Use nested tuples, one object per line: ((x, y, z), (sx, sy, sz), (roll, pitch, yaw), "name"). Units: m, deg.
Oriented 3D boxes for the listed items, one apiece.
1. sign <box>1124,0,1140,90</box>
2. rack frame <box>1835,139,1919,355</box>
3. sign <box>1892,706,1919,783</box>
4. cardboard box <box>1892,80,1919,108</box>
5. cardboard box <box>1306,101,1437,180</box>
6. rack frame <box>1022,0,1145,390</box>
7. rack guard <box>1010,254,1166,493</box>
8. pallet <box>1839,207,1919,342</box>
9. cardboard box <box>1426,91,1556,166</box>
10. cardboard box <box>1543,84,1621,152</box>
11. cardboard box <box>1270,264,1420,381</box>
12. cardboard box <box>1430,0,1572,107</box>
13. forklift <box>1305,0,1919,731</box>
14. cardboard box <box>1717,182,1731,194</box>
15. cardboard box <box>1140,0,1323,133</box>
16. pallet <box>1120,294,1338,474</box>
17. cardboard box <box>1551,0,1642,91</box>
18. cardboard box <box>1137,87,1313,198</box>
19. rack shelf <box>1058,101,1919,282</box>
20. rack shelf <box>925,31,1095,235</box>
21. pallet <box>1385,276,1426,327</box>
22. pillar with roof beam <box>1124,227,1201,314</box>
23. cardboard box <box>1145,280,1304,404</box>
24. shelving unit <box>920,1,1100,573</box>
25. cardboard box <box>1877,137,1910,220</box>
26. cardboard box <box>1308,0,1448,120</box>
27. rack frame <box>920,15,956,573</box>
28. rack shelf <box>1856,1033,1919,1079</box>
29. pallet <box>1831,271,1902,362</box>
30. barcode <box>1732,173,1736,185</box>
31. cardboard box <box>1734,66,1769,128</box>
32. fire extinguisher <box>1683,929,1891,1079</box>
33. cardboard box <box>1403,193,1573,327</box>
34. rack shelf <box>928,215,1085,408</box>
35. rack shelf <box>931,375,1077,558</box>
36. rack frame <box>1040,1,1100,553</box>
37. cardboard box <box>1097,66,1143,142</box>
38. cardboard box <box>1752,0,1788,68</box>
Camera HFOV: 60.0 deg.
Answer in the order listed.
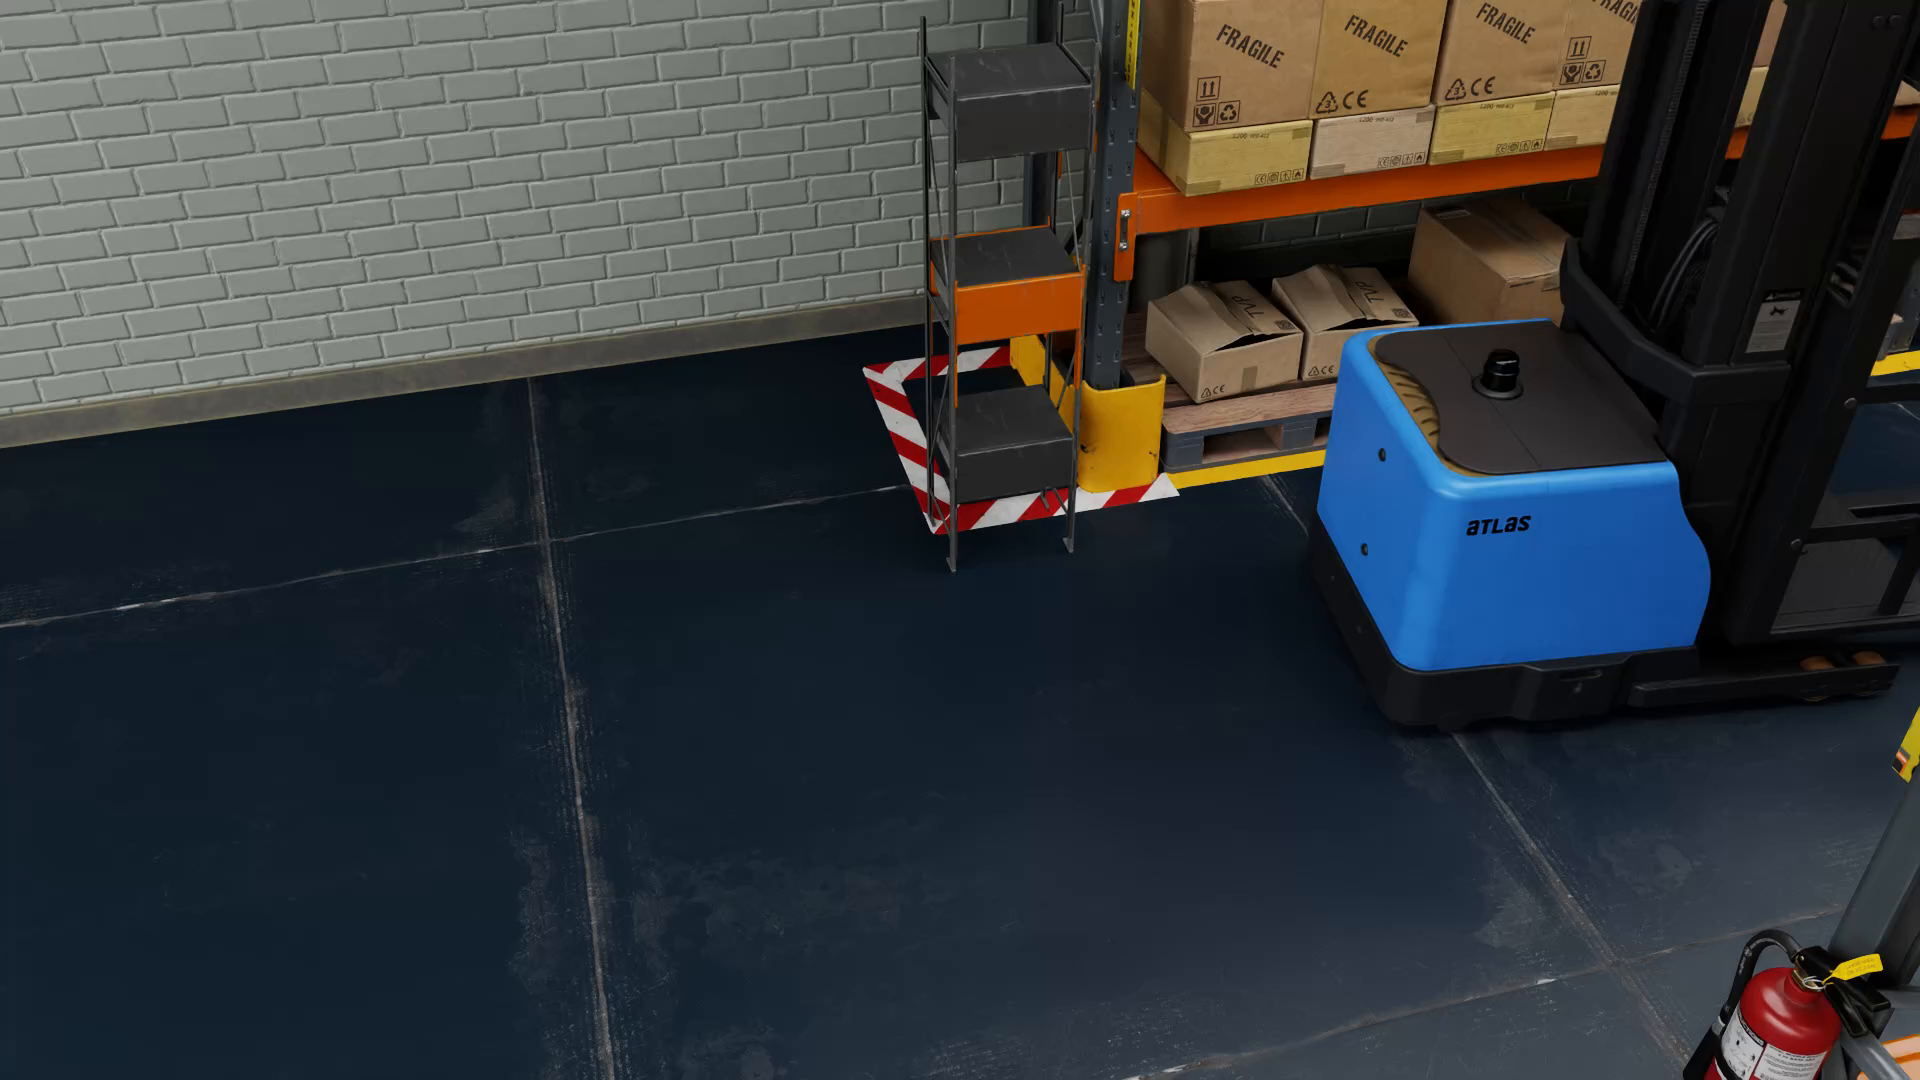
((0.607, -1.764, 5.875), (0.005, 0.325, 0.100), (-9, 38, -12), "sign")
((4.327, -2.372, 7.382), (0.127, 3.000, 1.000), (-9, 38, -12), "rack frame")
((1.632, 0.292, 2.751), (0.005, 0.325, 0.100), (-9, 38, -12), "sign")
((3.949, -2.068, 7.091), (0.500, 0.250, 0.500), (-9, 38, -12), "cardboard box")
((1.517, -1.668, 6.569), (0.500, 0.250, 0.500), (-10, 39, -13), "cardboard box")
((0.465, -1.738, 6.554), (0.127, 3.000, 1.000), (-9, 38, -12), "rack frame")
((0.538, -0.758, 7.329), (0.348, 0.500, 1.175), (-9, 38, -12), "rack guard")
((5.078, -1.389, 8.392), (1.213, 0.211, 1.003), (-9, 38, -12), "pallet")
((2.010, -1.746, 6.670), (0.500, 0.250, 0.500), (-10, 39, -13), "cardboard box")
((2.499, -1.824, 6.773), (0.500, 0.250, 0.500), (-9, 38, -12), "cardboard box")
((1.707, -0.992, 7.429), (0.500, 0.311, 0.500), (-6, 38, -8), "cardboard box")
((1.985, -2.035, 6.431), (0.500, 0.500, 0.500), (-11, 39, -13), "cardboard box")
((2.916, -0.898, 5.511), (3.031, 2.935, 1.130), (-5, 38, -6), "forklift")
((3.335, -1.366, 7.762), (0.500, 0.500, 0.500), (-12, 39, -15), "cardboard box")
((1.004, -1.884, 6.234), (0.500, 0.500, 0.500), (-9, 38, -12), "cardboard box")
((1.332, -0.751, 7.558), (1.213, 0.211, 1.003), (-9, 38, -12), "pallet")
((2.480, -2.123, 6.547), (0.500, 0.500, 0.500), (-8, 38, -11), "cardboard box")
((1.019, -1.578, 6.451), (0.500, 0.250, 0.500), (-10, 39, -13), "cardboard box")
((2.396, -1.769, 7.186), (4.000, 0.370, 1.077), (-9, 38, -12), "rack shelf")
((0.160, -1.405, 5.729), (0.480, 0.518, 0.431), (-9, 38, -12), "rack shelf")
((2.508, -0.942, 7.808), (1.213, 0.211, 1.003), (-9, 38, -12), "pallet")
((2.038, -2.214, 2.238), (0.400, 9.000, 9.100), (-9, 38, -12), "pillar with roof beam")
((1.157, -0.902, 7.311), (0.500, 0.311, 0.500), (-14, 39, -17), "cardboard box")
((0.160, -0.860, 6.146), (0.503, 2.100, 0.431), (-9, 38, -12), "shelving unit")
((5.033, -1.680, 8.173), (0.500, 0.500, 0.700), (-8, 38, -10), "cardboard box")
((1.484, -1.956, 6.328), (0.500, 0.500, 0.500), (-9, 38, -12), "cardboard box")
((-0.076, -0.821, 6.095), (0.015, 2.100, 0.400), (-9, 38, -12), "rack frame")
((3.691, 1.136, 3.389), (4.000, 0.370, 1.077), (-9, 38, -12), "rack shelf")
((3.688, -1.137, 8.063), (1.213, 0.211, 1.003), (-9, 38, -12), "pallet")
((3.743, -1.736, 7.983), (0.075, 0.075, 0.001), (-9, 38, -12), "barcode")
((2.984, -1.905, 6.878), (0.500, 0.250, 0.500), (-10, 38, -12), "cardboard box")
((1.525, 0.944, 3.111), (0.183, 0.674, 0.296), (-9, 38, -12), "fire extinguisher")
((2.428, -1.154, 7.485), (0.500, 0.500, 0.700), (-12, 39, -15), "cardboard box")
((0.160, -0.849, 6.154), (0.480, 0.518, 0.431), (-9, 38, -12), "rack shelf")
((0.160, -0.293, 6.580), (0.480, 0.518, 0.431), (-9, 38, -12), "rack shelf")
((0.395, -0.899, 6.197), (0.015, 2.100, 0.400), (-9, 38, -12), "rack frame")
((0.866, -1.875, 6.839), (0.500, 0.250, 0.500), (-9, 38, -11), "cardboard box")
((2.982, -2.206, 6.655), (0.500, 0.500, 0.500), (-10, 39, -13), "cardboard box")
